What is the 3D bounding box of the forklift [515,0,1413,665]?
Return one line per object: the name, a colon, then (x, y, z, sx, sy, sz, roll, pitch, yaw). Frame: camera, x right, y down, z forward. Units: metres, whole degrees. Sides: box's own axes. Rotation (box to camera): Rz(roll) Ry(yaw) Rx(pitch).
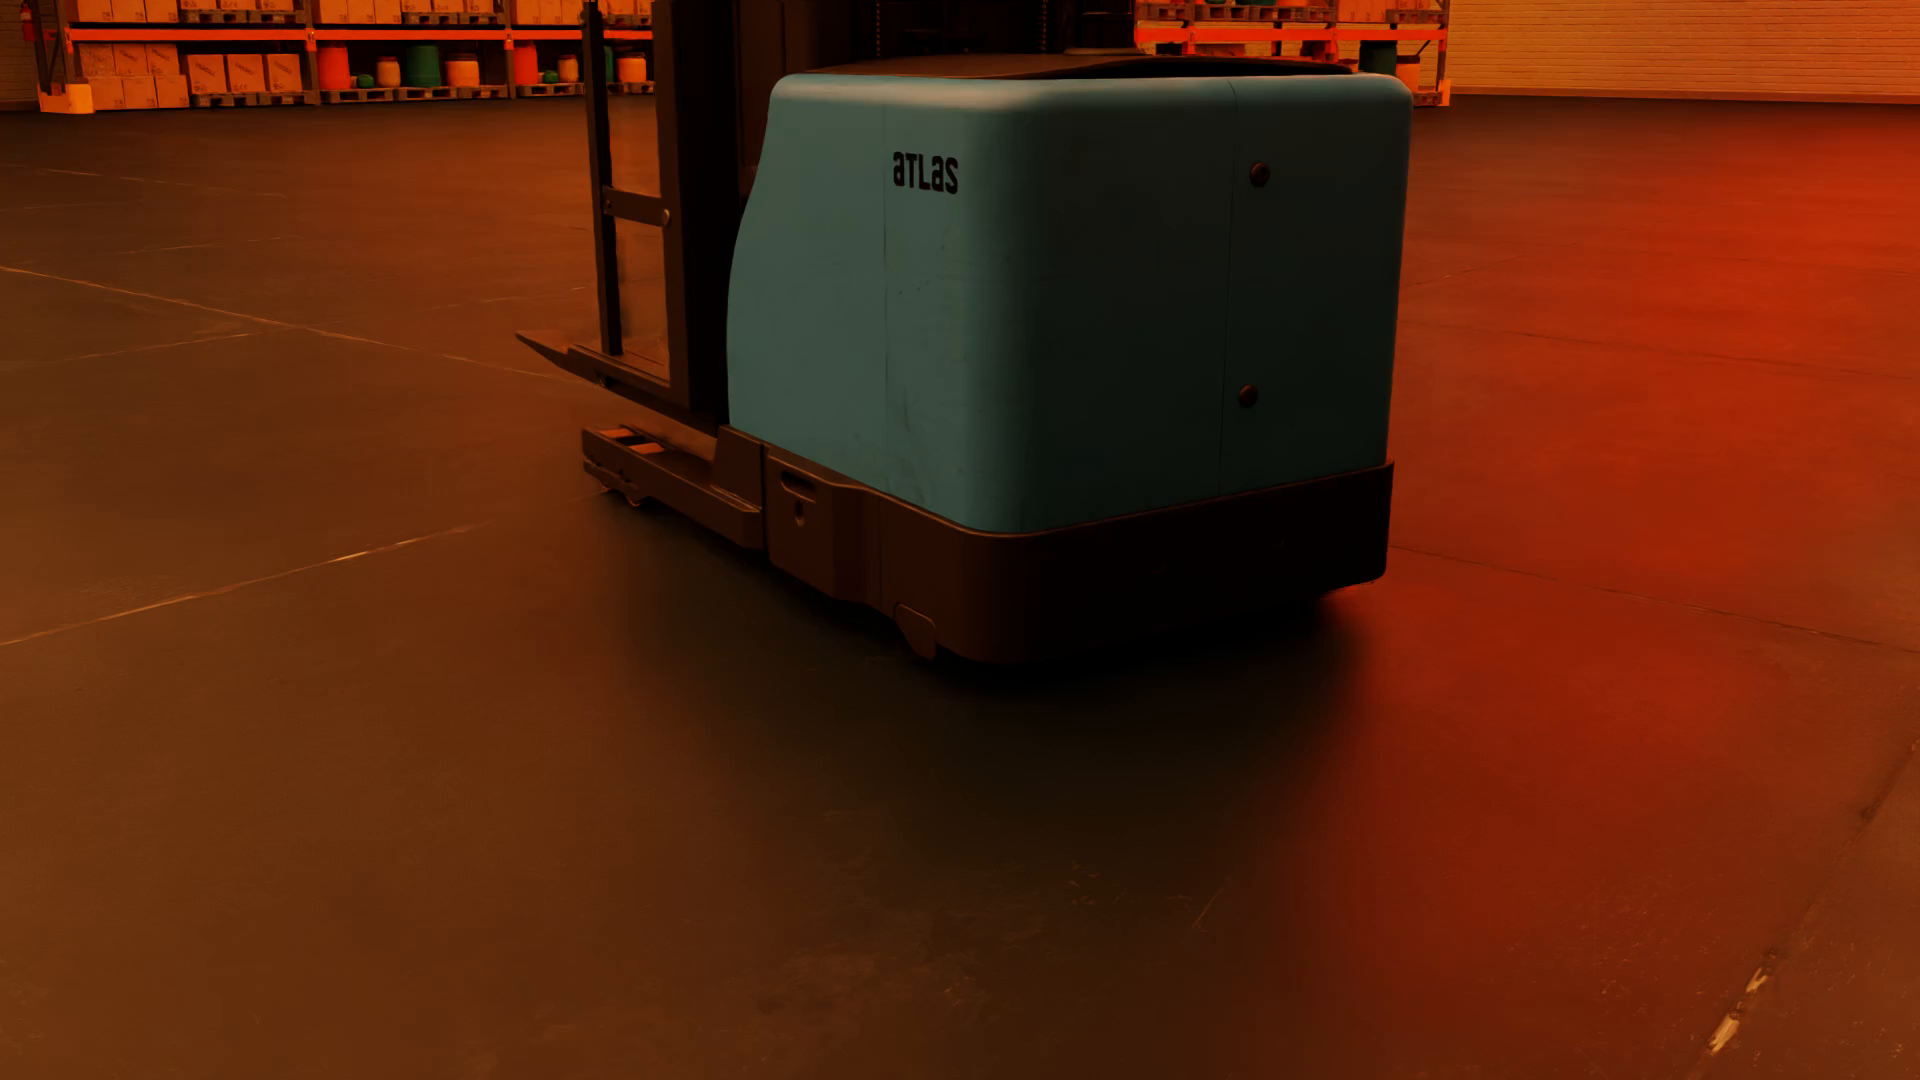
forklift: (-0.336, -1.551, 4.004, 1.130, 2.935, 3.031, -11, 20, -32)
